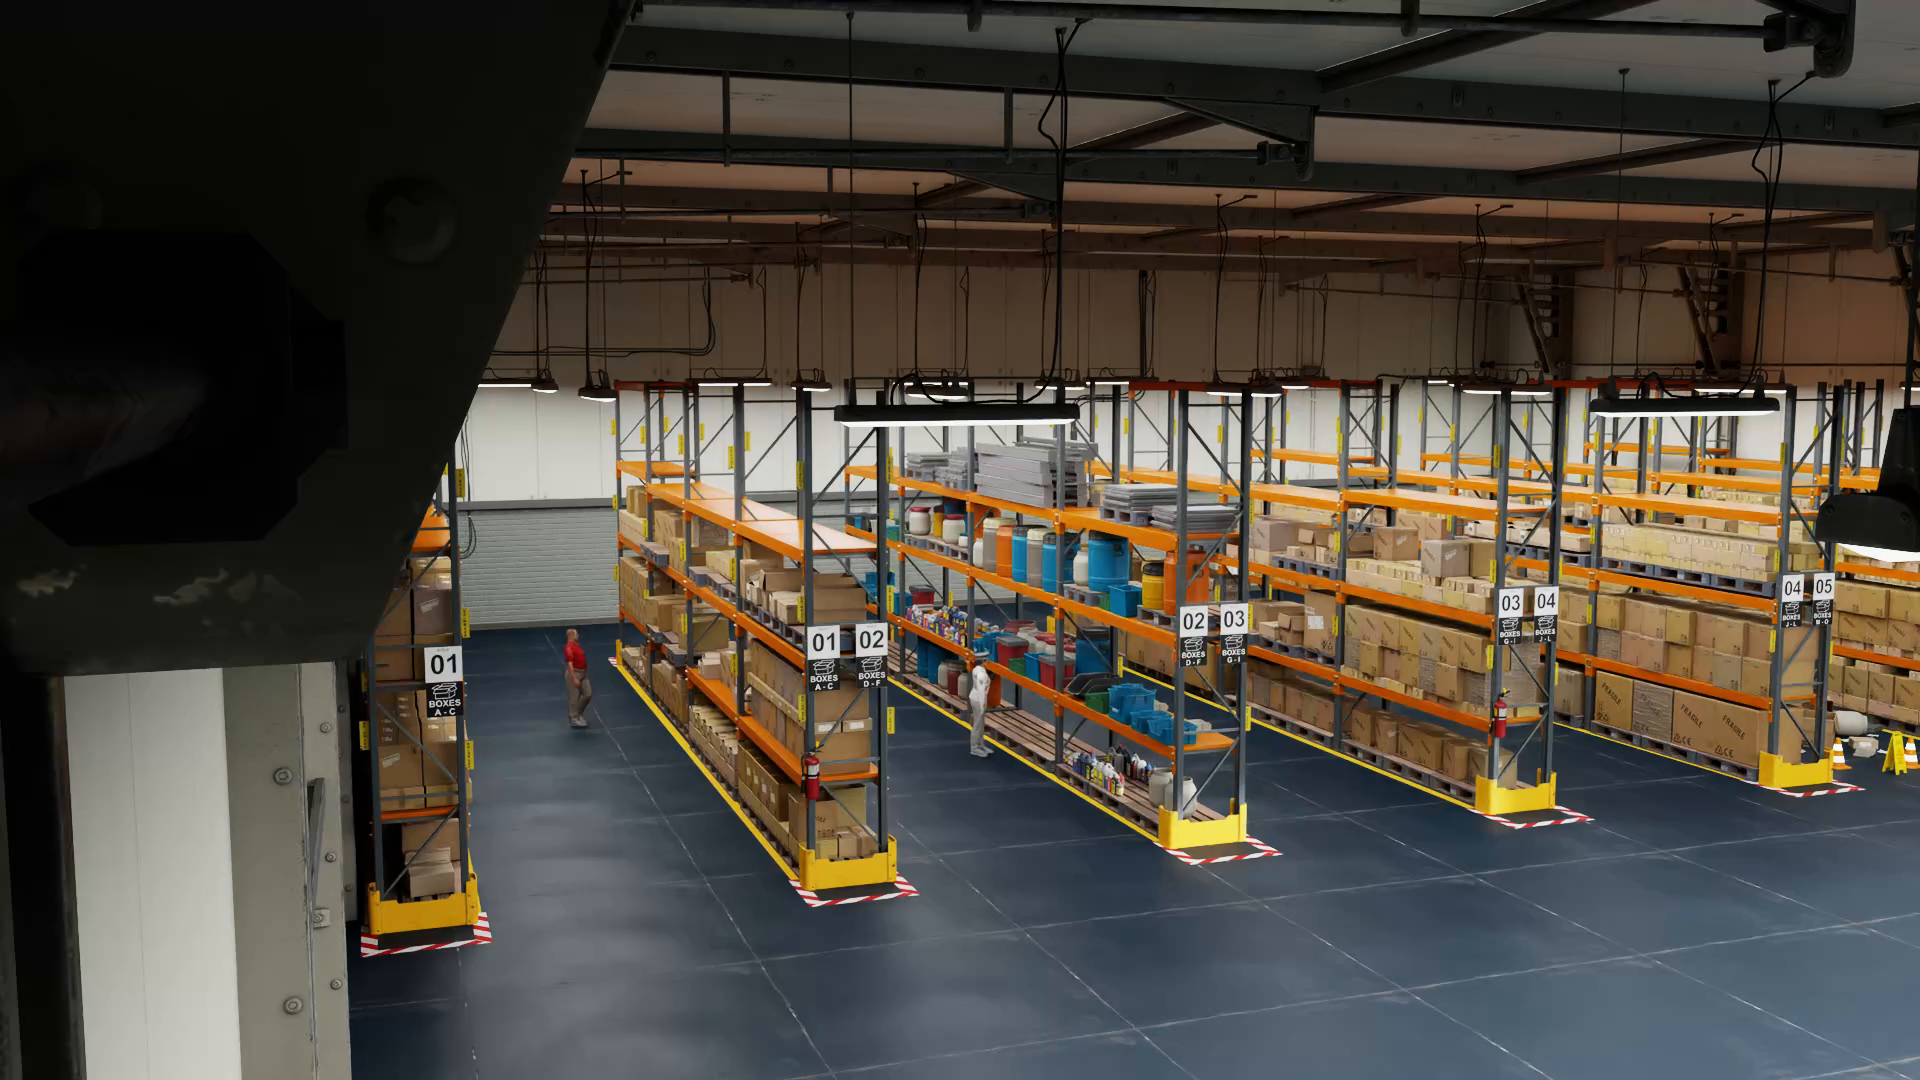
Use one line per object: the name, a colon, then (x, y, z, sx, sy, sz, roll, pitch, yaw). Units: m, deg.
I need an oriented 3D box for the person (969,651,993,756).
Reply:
person: (0.345, 2.648, 26.976, 0.386, 1.686, 0.506, 0, 6, -5)

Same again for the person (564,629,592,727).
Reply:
person: (-6.709, 2.416, 29.158, 0.427, 1.747, 0.594, 2, 6, 17)

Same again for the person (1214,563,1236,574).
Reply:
person: (6.669, 1.013, 41.964, 0.644, 1.749, 0.758, 4, 7, 30)

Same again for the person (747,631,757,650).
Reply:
person: (-4.260, 1.913, 33.588, 0.455, 1.782, 0.586, -1, 6, -8)
